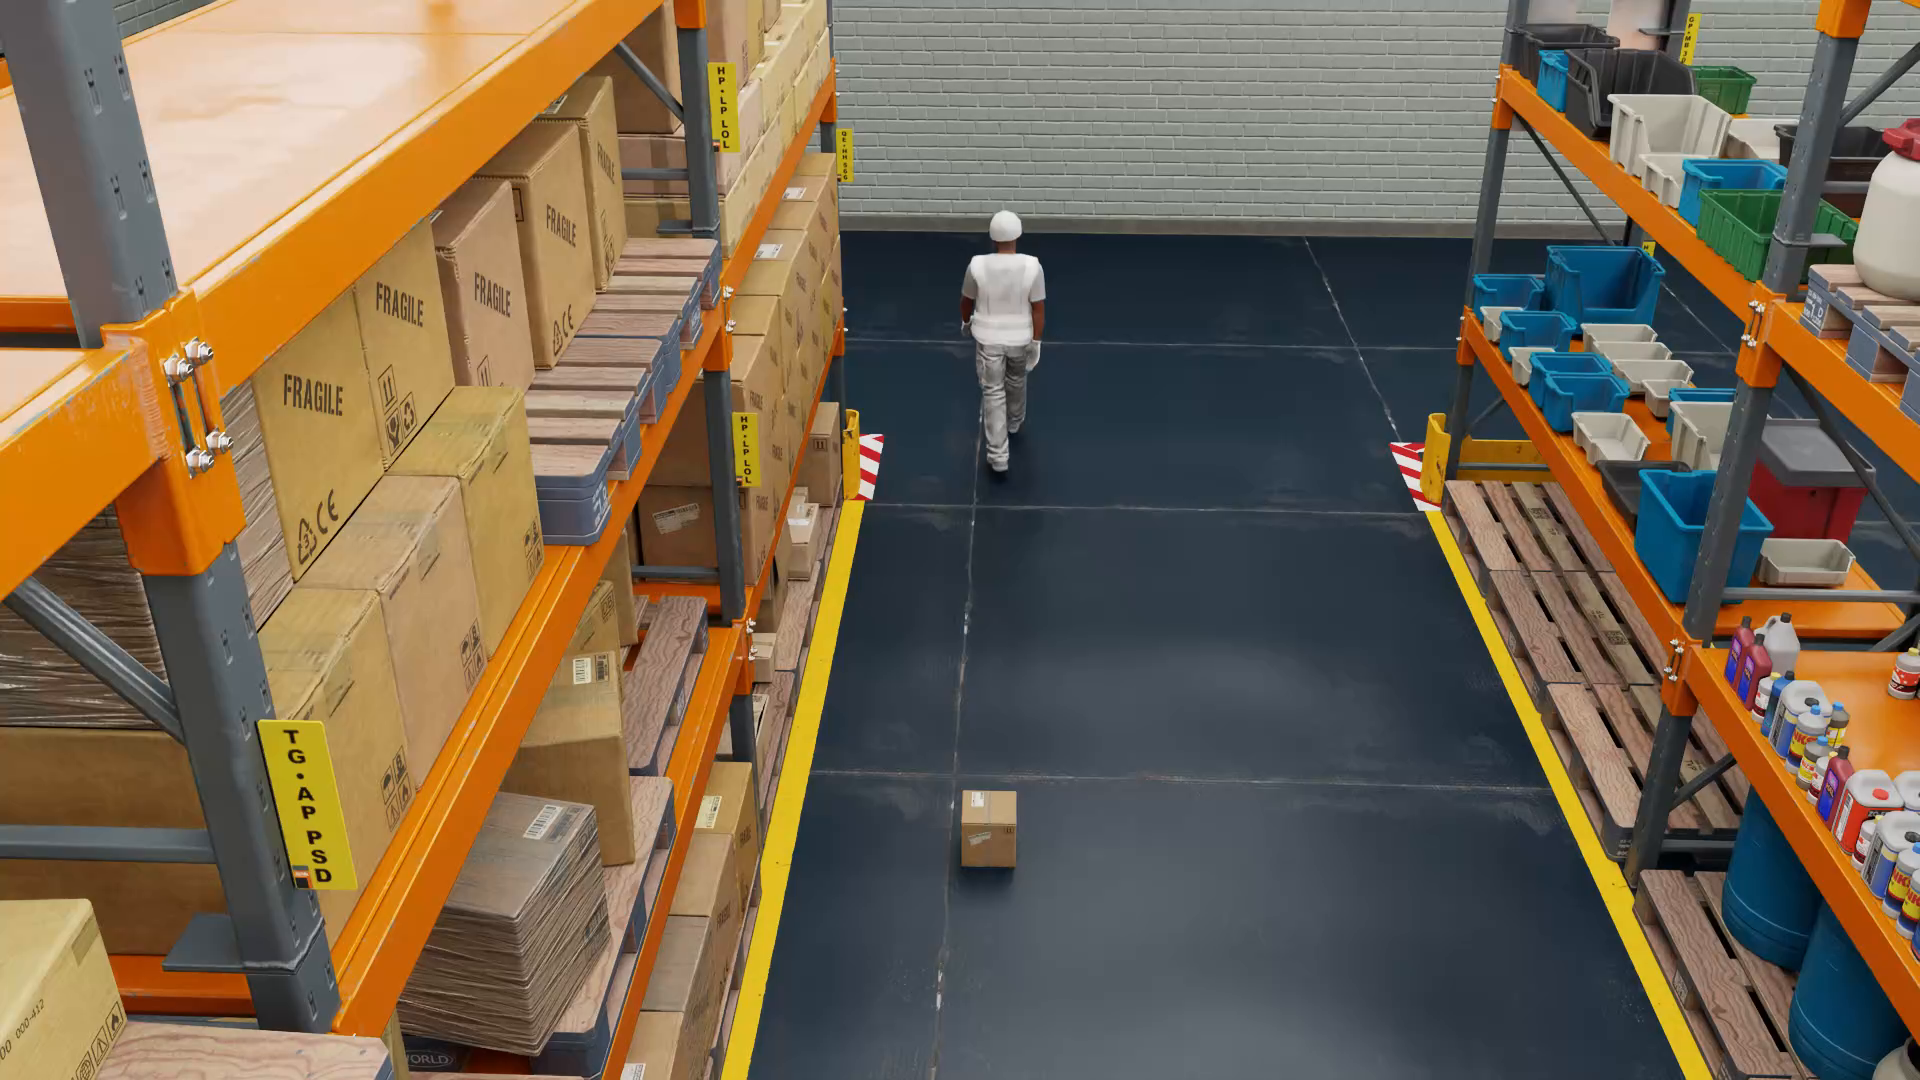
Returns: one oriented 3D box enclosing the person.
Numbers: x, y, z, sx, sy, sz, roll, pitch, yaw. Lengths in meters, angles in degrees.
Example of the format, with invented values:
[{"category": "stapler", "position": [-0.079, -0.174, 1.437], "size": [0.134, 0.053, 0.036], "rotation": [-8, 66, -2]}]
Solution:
[{"category": "person", "position": [0.277, -1.420, 11.295], "size": [0.553, 1.733, 1.054], "rotation": [-2, 28, -4]}]
